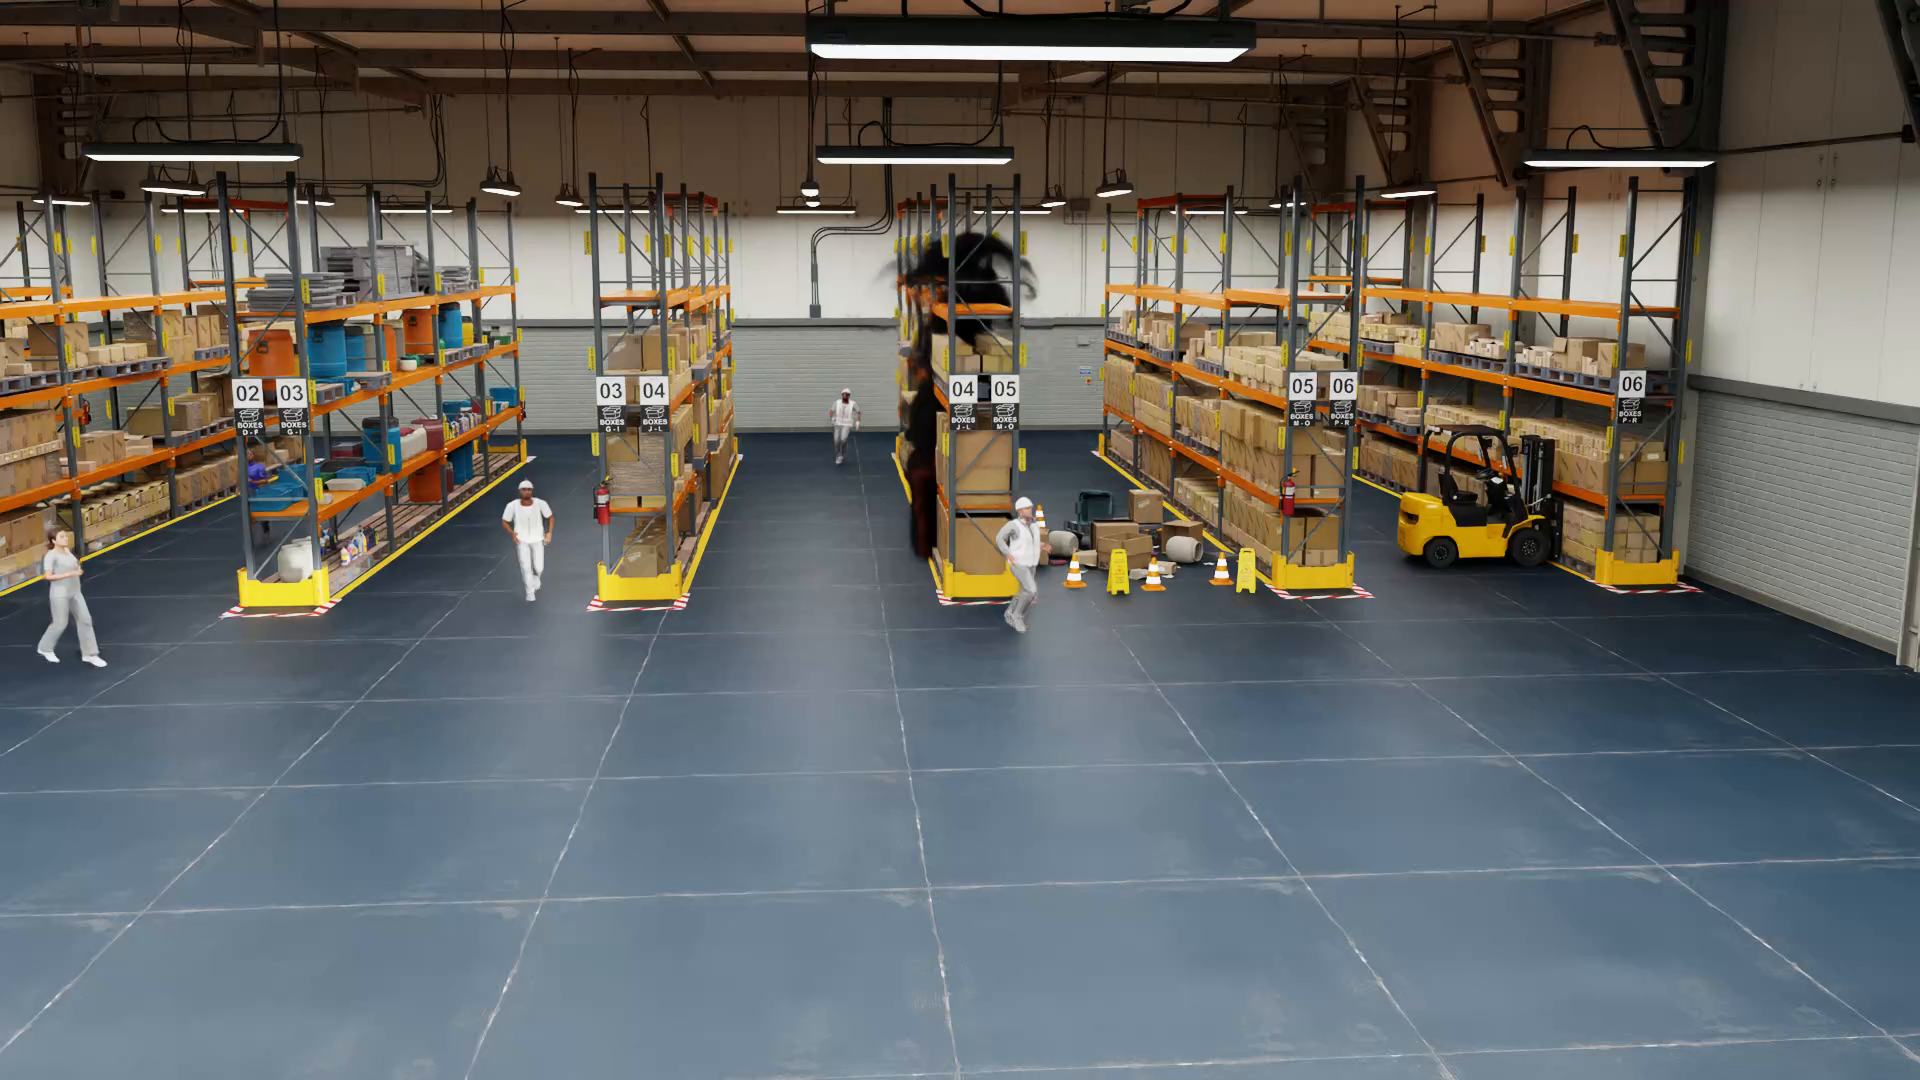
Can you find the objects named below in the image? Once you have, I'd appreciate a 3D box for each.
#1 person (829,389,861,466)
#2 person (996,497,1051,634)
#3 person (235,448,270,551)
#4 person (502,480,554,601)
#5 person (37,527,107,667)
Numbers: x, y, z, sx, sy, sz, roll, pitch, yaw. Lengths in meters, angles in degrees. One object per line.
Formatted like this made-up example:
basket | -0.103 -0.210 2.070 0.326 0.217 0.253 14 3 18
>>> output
person | -2.704 -2.620 38.521 0.718 1.761 0.602 2 10 13
person | 0.850 0.332 21.795 0.726 1.789 0.633 9 13 41
person | -11.853 -0.706 27.851 0.570 1.645 0.929 -1 10 -7
person | -6.167 -0.011 23.786 0.727 1.717 0.612 -4 11 -20
person | -10.702 0.680 19.893 0.884 1.685 0.559 3 10 15
